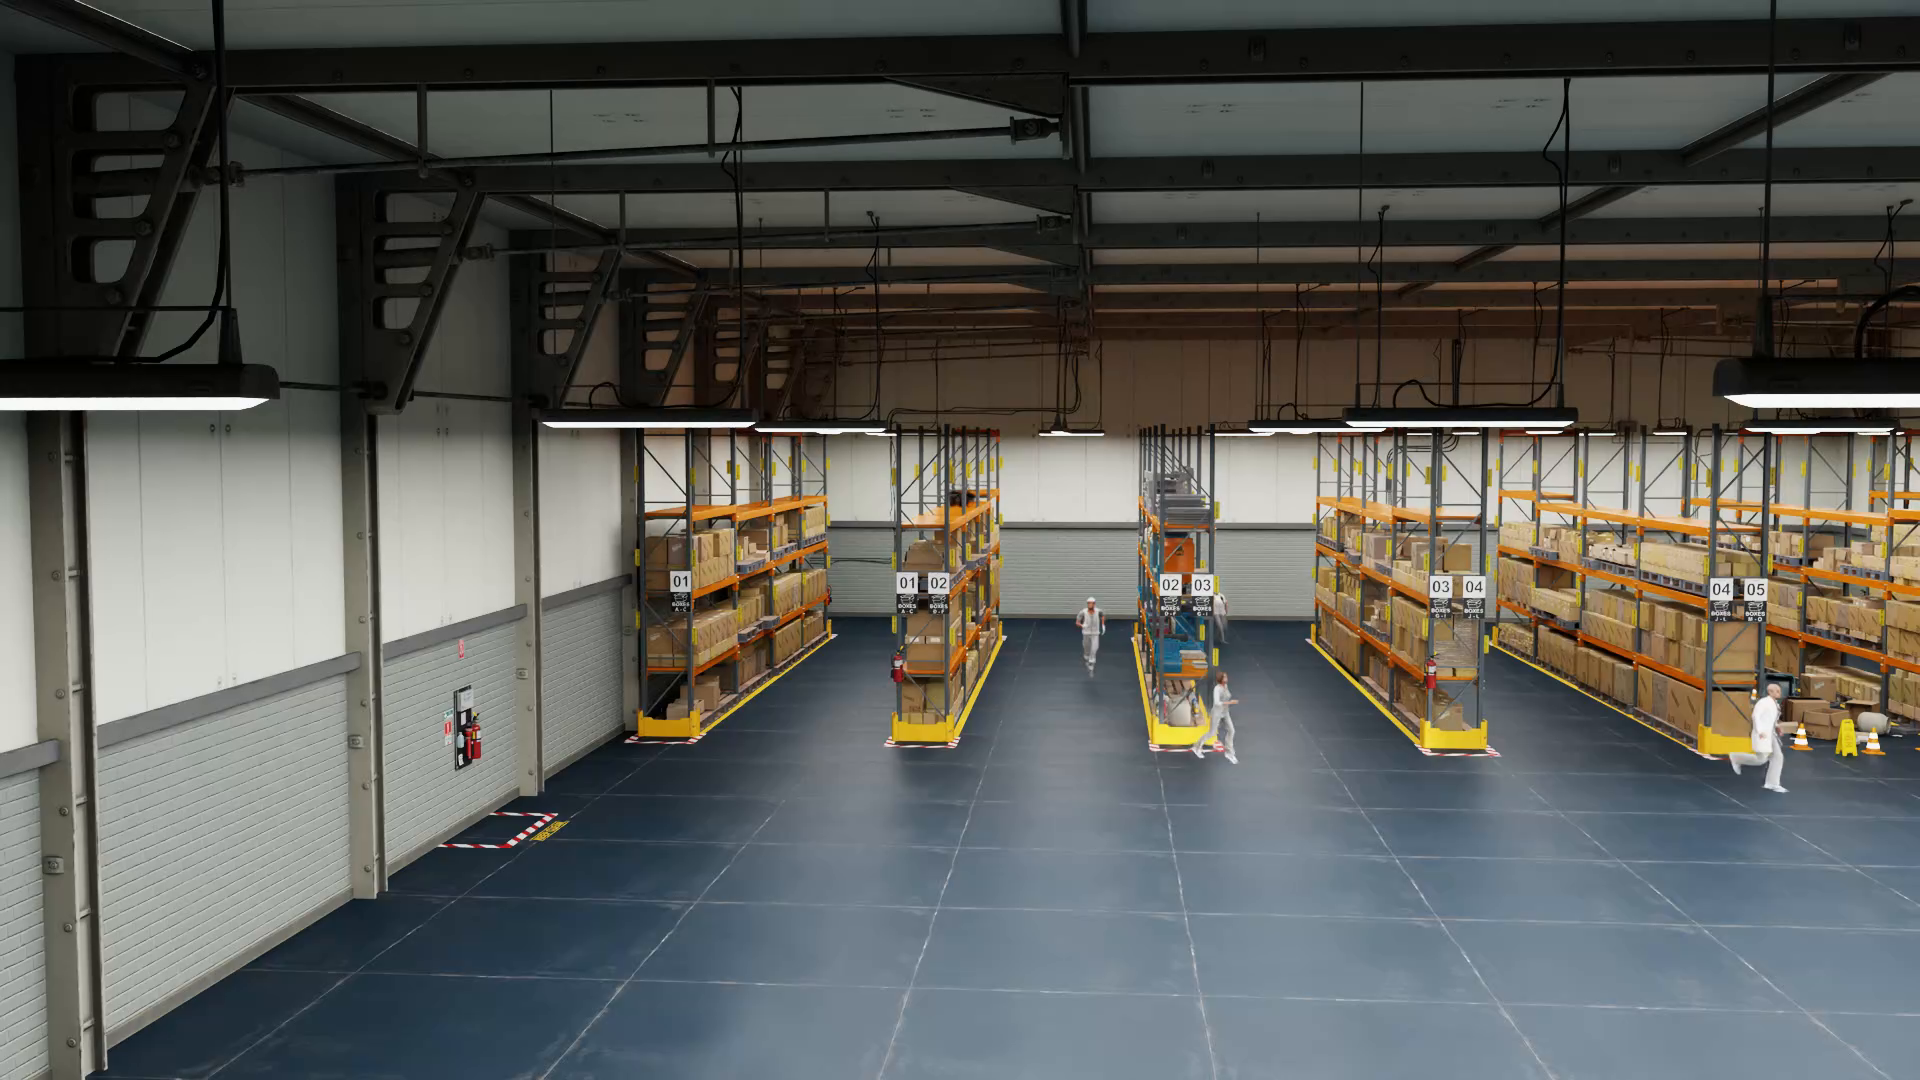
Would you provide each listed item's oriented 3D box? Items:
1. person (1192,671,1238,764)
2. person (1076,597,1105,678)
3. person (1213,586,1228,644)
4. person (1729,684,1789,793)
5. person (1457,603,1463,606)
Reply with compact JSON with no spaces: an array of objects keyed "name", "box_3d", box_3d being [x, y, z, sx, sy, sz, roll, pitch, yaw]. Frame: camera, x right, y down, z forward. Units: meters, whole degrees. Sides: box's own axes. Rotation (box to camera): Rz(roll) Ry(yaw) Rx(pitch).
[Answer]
[{"name":"person","box_3d":[4.554,3.129,29.462,0.849,1.629,0.550,3,4,36]},{"name":"person","box_3d":[3.006,2.216,38.290,0.687,1.817,0.963,0,3,-1]},{"name":"person","box_3d":[7.205,2.082,46.495,0.638,1.634,0.589,0,3,-7]},{"name":"person","box_3d":[13.118,3.259,27.238,0.718,1.673,0.938,-3,5,-41]},{"name":"person","box_3d":[13.777,2.067,46.719,0.604,1.667,0.717,-2,4,-32]}]
